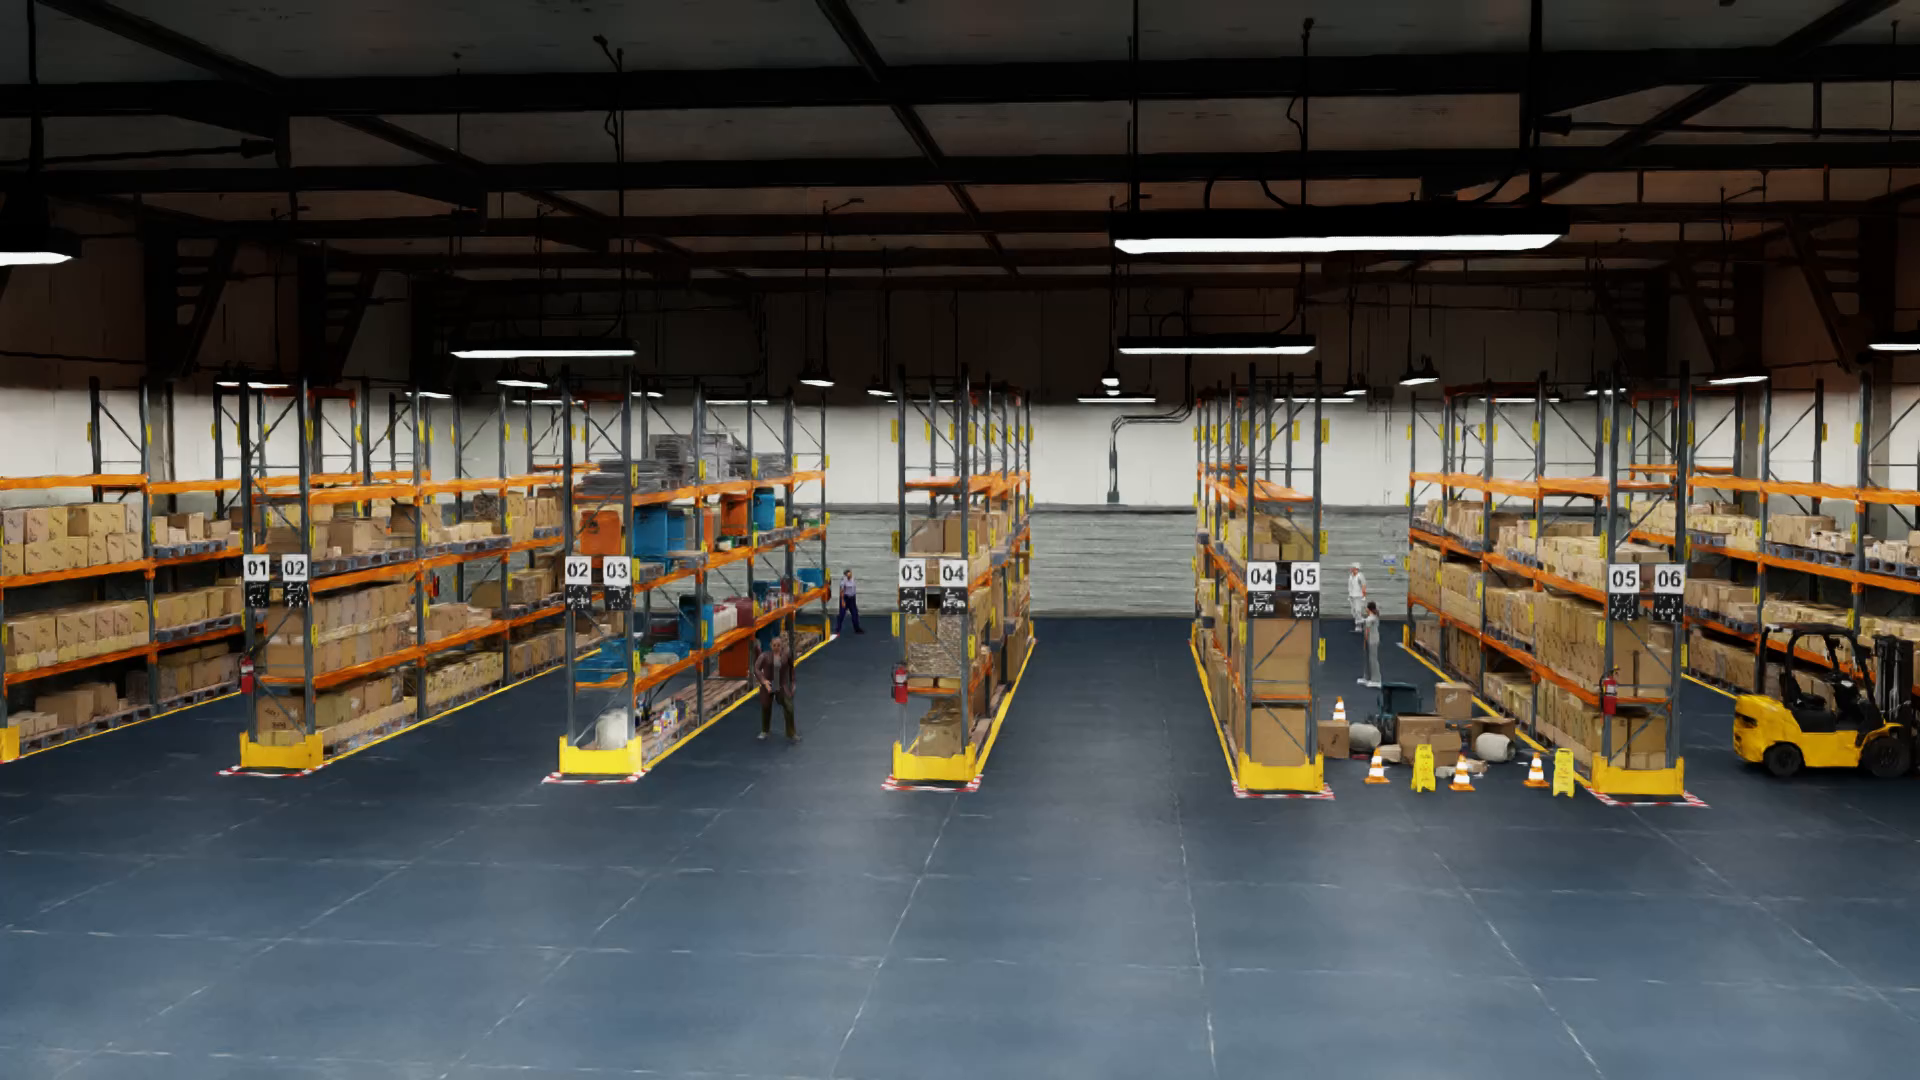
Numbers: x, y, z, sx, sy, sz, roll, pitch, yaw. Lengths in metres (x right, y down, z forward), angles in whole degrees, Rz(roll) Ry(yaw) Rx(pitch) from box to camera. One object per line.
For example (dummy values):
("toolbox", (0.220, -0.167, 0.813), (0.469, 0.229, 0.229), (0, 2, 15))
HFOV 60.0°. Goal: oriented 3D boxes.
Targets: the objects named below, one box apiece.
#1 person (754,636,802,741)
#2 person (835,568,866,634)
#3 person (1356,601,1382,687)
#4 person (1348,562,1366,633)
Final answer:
("person", (-2.991, 2.401, 27.043), (0.737, 1.717, 0.878), (-1, 4, -12))
("person", (-2.772, 1.512, 41.510), (0.563, 1.637, 0.731), (3, 5, 40))
("person", (8.113, 2.038, 32.933), (0.575, 1.667, 0.569), (2, 4, 32))
("person", (9.914, 1.440, 41.472), (0.373, 1.783, 0.612), (-2, 4, -25))
